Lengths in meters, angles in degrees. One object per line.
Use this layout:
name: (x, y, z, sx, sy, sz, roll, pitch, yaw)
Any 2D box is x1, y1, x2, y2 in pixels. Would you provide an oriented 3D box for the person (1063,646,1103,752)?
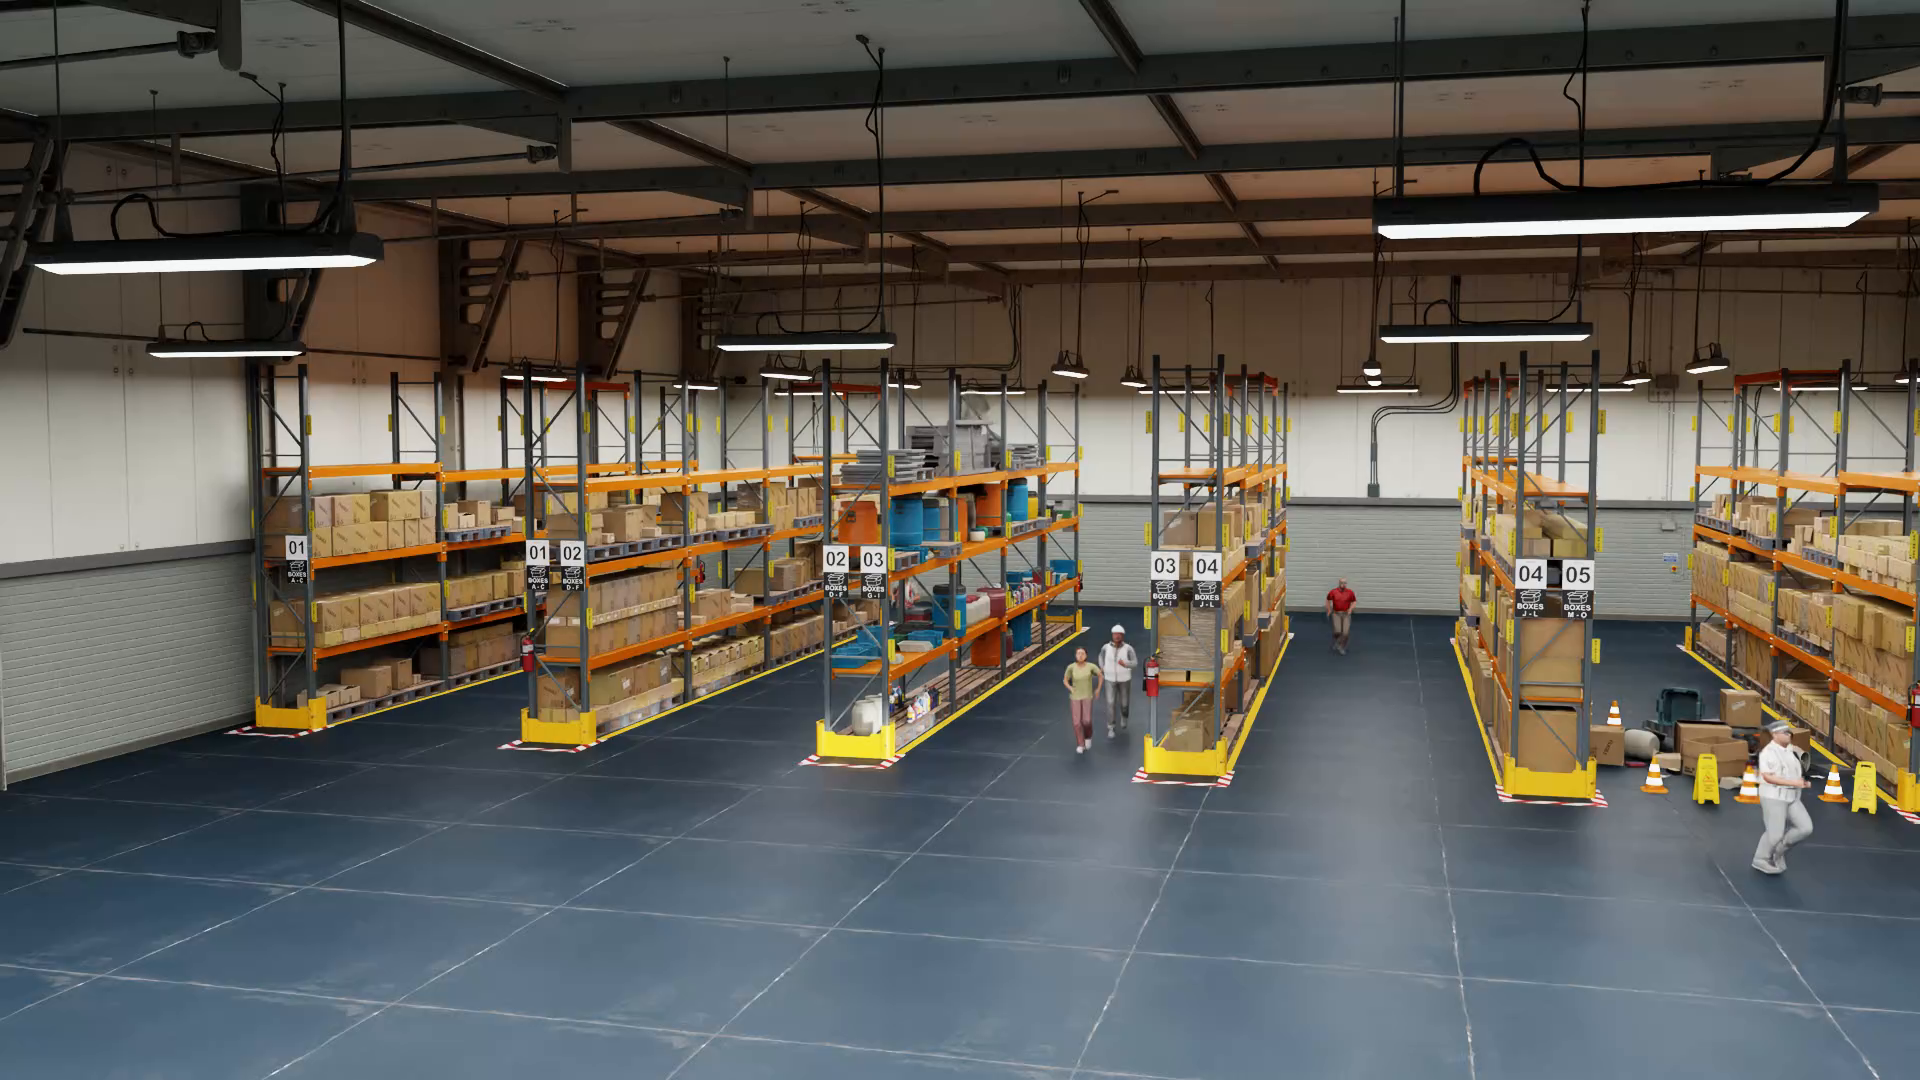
person: (1.866, 2.435, 25.344, 0.602, 1.639, 0.544, 1, 4, 8)

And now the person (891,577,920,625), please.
person: (-1.242, 1.549, 37.391, 0.667, 1.757, 0.838, 0, 4, 5)

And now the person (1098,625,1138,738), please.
person: (2.533, 2.248, 26.762, 0.656, 1.758, 0.970, 1, 4, 10)

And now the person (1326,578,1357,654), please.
person: (8.339, 1.662, 36.345, 0.657, 1.678, 0.632, 0, 4, 6)

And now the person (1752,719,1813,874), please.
person: (9.136, 2.847, 18.420, 0.646, 1.746, 0.648, -2, 5, -30)
